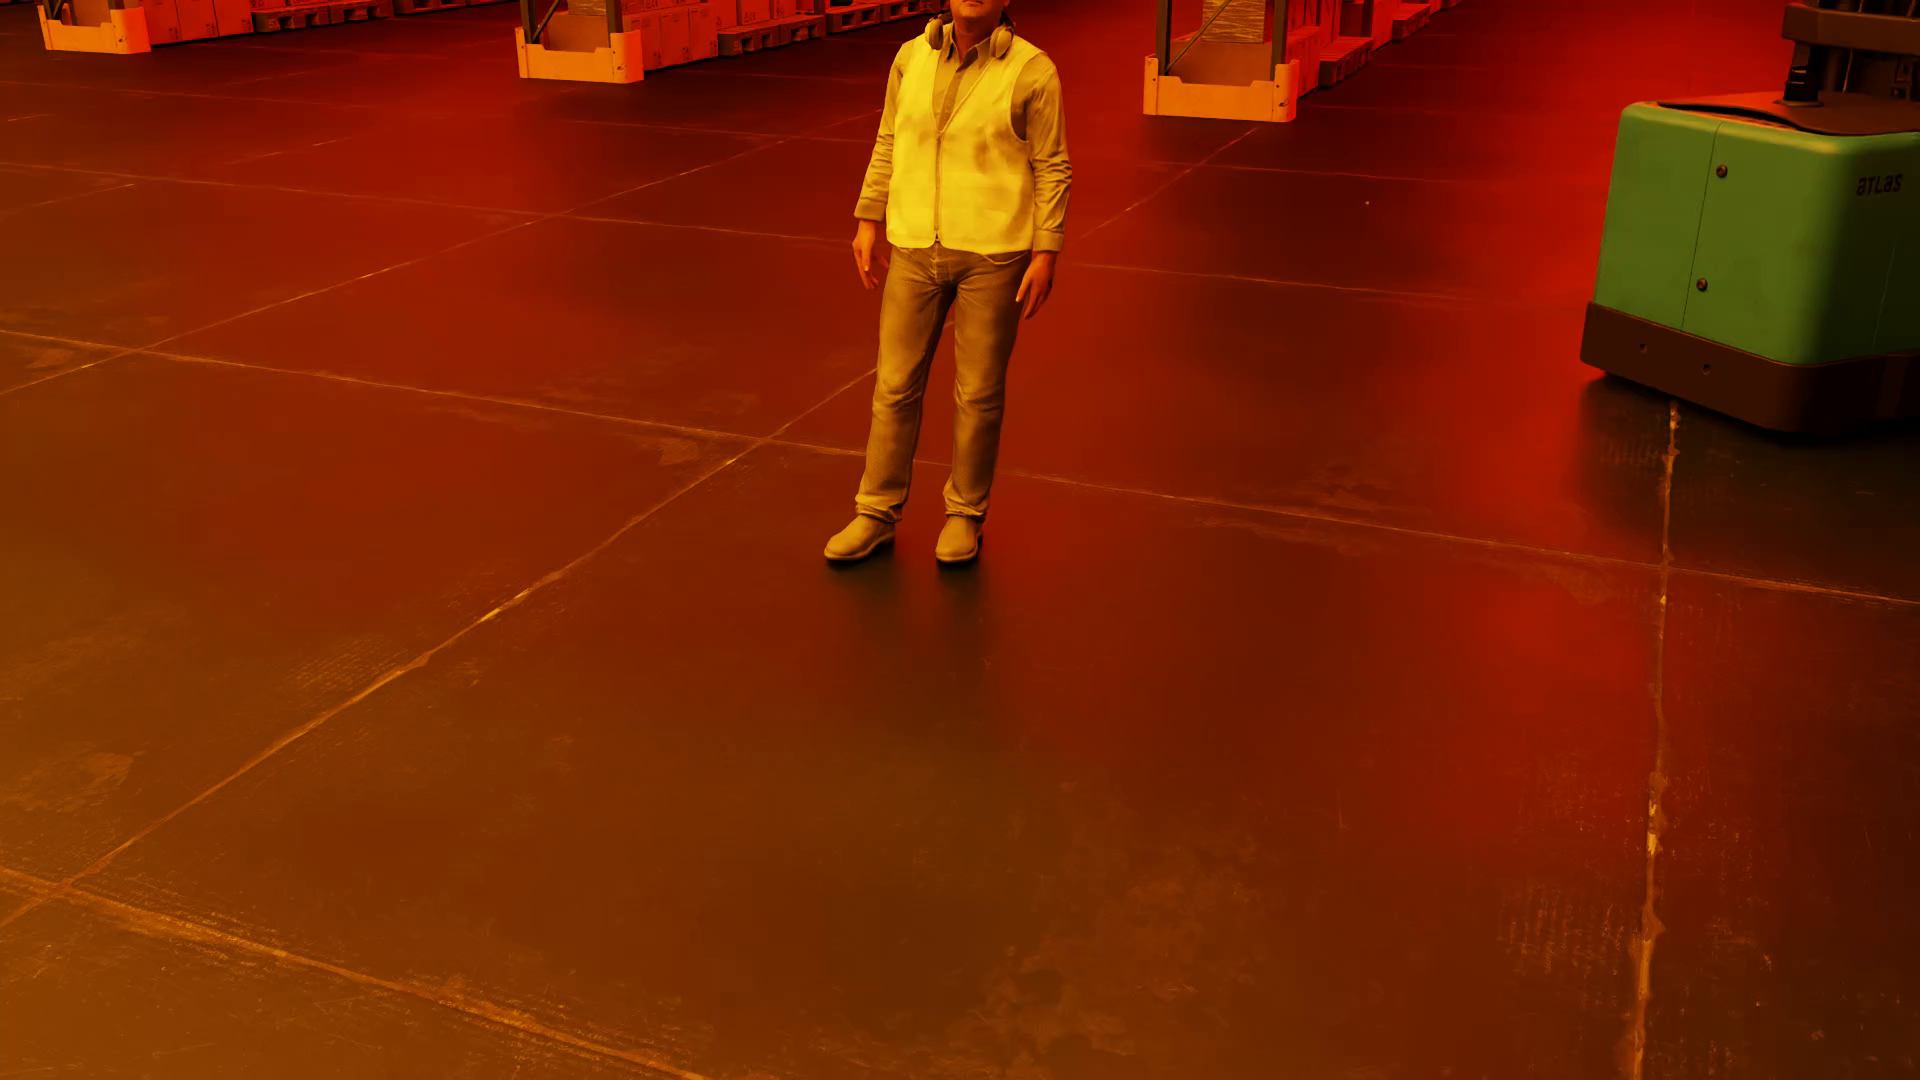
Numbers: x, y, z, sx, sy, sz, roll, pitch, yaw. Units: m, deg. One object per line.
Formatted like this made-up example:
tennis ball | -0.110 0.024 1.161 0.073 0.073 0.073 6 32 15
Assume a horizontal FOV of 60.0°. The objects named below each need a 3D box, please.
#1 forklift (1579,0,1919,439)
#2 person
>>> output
forklift | 4.028 -2.072 6.250 3.031 2.935 1.130 -10 25 -22
person | -0.031 -0.804 4.697 0.633 1.775 0.566 9 24 21
